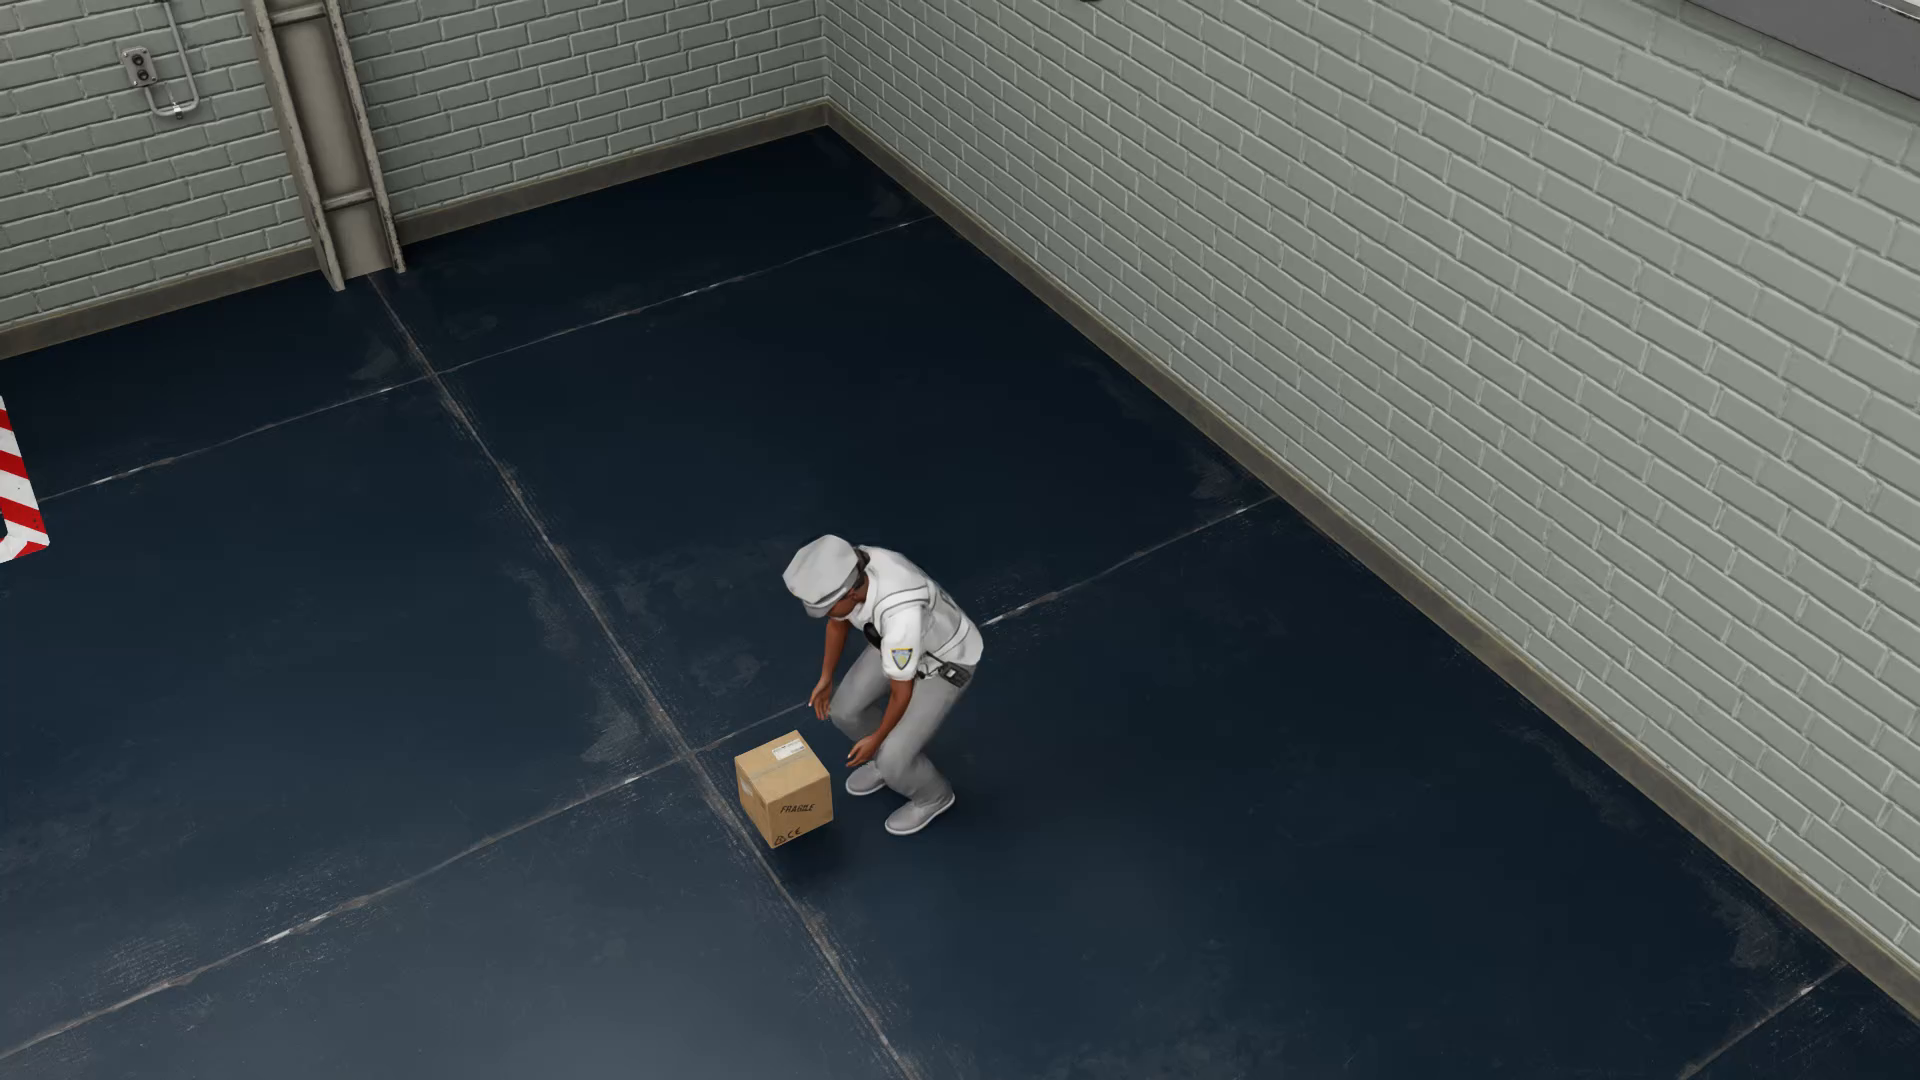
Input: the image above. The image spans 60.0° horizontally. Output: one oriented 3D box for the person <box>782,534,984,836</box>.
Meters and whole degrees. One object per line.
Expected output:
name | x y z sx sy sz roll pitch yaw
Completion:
person | -0.246 0.488 5.815 0.707 1.388 0.496 -22 46 -24
